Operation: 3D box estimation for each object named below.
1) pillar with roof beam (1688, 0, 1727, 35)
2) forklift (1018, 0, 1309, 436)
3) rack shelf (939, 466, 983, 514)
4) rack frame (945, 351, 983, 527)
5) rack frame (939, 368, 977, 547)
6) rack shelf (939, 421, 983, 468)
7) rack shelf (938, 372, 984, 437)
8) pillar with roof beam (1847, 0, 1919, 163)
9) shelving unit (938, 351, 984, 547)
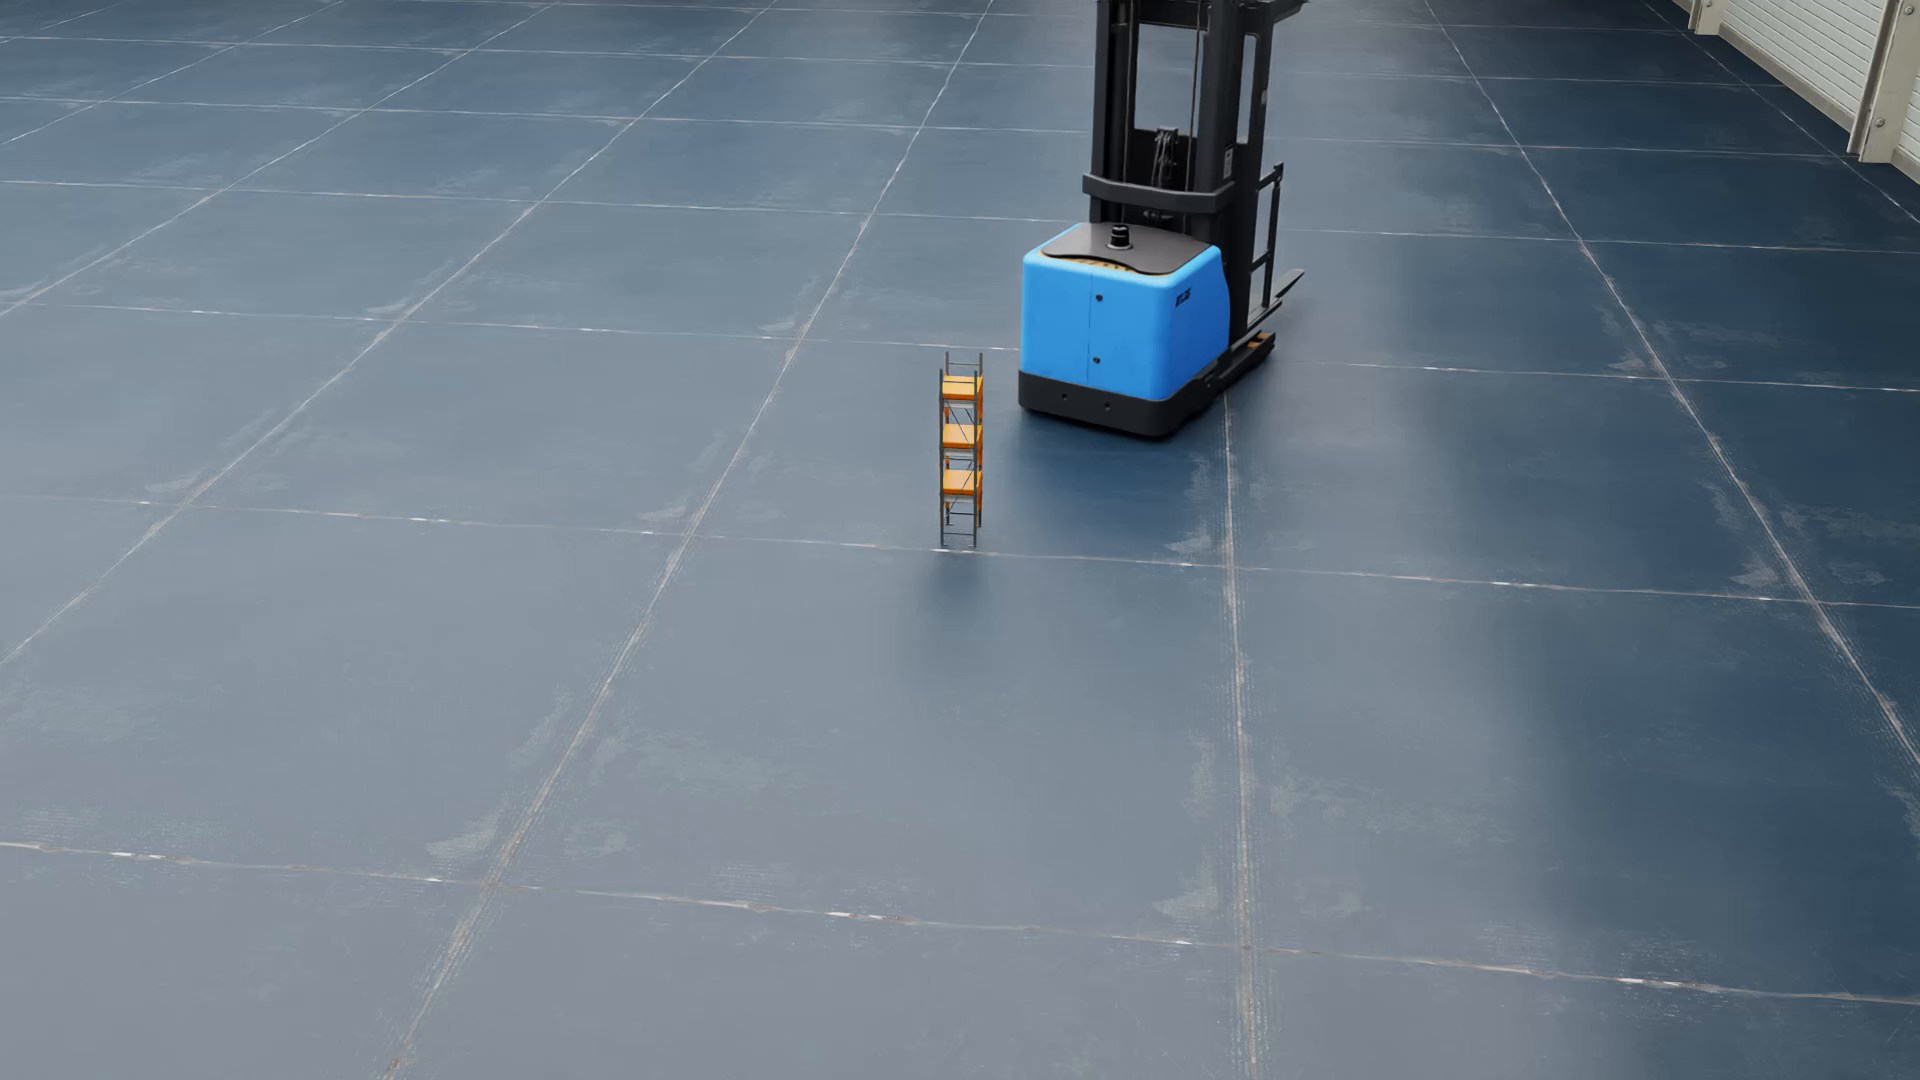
[{"bbox_3d":[5.305,-10.758,19.732,9.100,9.000,0.400,3,28,6],"label":"pillar with roof beam"},{"bbox_3d":[1.551,-2.594,10.974,1.130,2.935,3.031,15,32,26],"label":"forklift"},{"bbox_3d":[0.007,-0.233,9.185,0.215,0.259,0.240,3,28,6],"label":"rack shelf"},{"bbox_3d":[0.022,-0.545,9.154,0.200,1.050,0.008,3,28,6],"label":"rack frame"},{"bbox_3d":[-0.008,-0.430,8.941,0.200,1.050,0.008,3,28,6],"label":"rack frame"},{"bbox_3d":[0.007,-0.478,9.053,0.215,0.259,0.240,3,28,6],"label":"rack shelf"},{"bbox_3d":[0.007,-0.728,8.918,0.215,0.259,0.240,3,28,6],"label":"rack shelf"},{"bbox_3d":[4.570,-7.934,14.489,9.100,9.000,0.400,3,28,6],"label":"pillar with roof beam"},{"bbox_3d":[0.007,-0.487,9.048,0.215,1.050,0.252,3,28,6],"label":"shelving unit"}]
